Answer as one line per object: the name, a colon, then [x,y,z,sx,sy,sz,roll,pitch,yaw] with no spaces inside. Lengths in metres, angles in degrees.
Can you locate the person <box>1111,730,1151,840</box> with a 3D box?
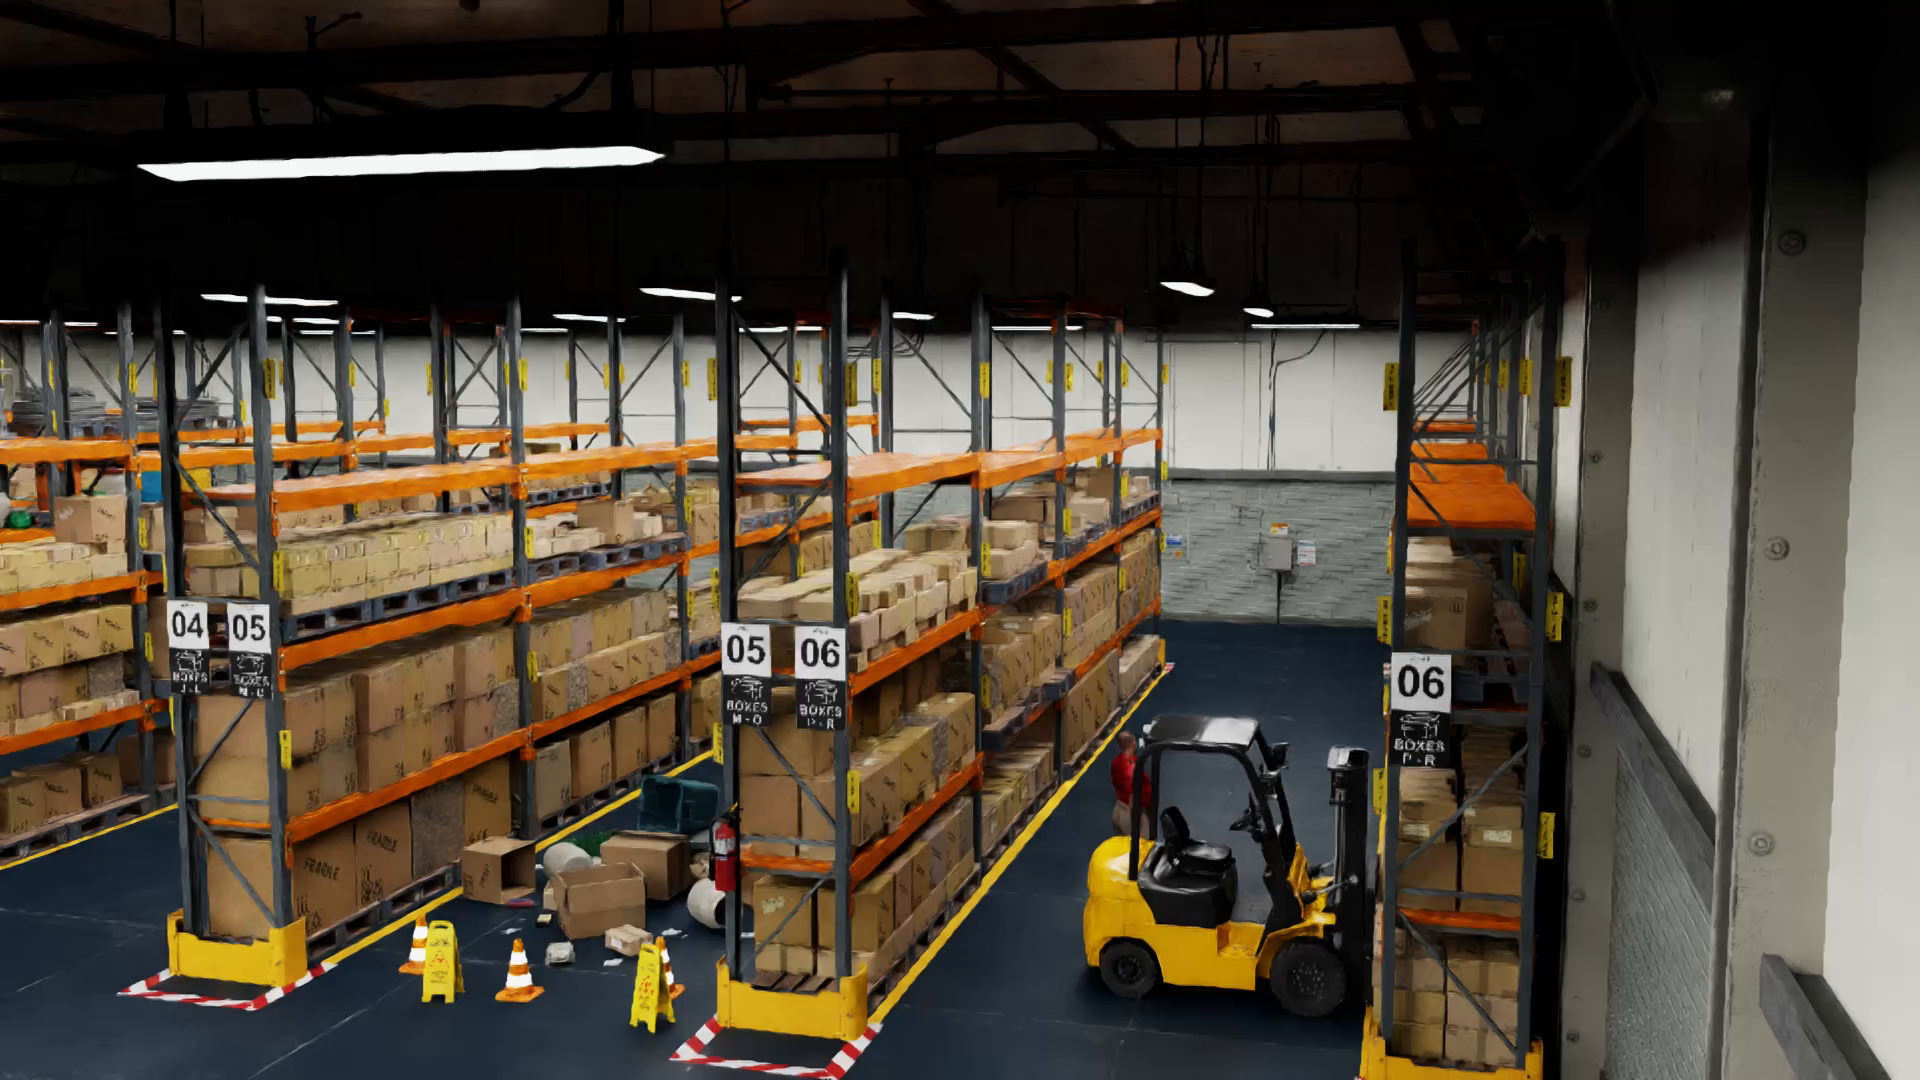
person: [1.602,2.653,15.673,0.428,1.723,0.589,-2,6,-14]
